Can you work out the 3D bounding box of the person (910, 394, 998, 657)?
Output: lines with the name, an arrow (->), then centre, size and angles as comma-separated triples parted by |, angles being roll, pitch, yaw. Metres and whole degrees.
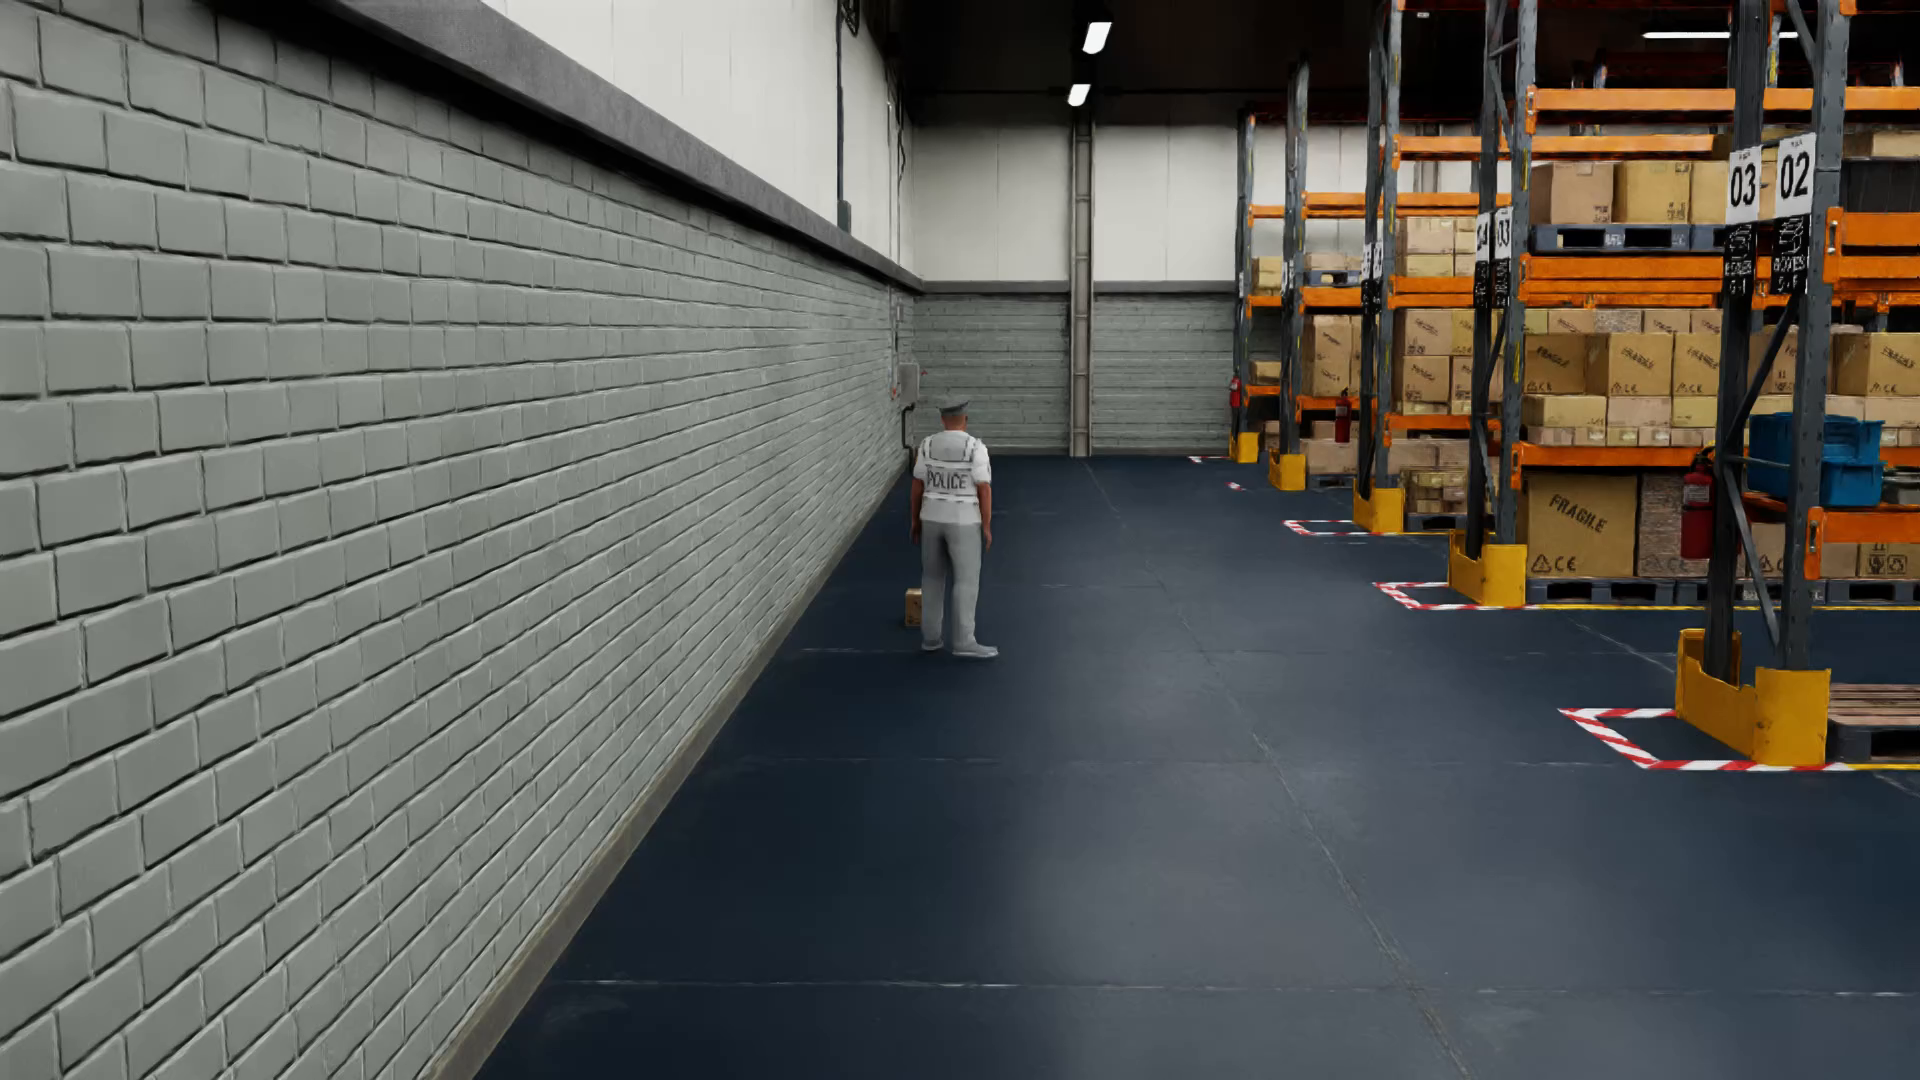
person -> -0.051, -0.103, 11.328 | 0.655, 1.766, 0.408 | 4, 8, 26
